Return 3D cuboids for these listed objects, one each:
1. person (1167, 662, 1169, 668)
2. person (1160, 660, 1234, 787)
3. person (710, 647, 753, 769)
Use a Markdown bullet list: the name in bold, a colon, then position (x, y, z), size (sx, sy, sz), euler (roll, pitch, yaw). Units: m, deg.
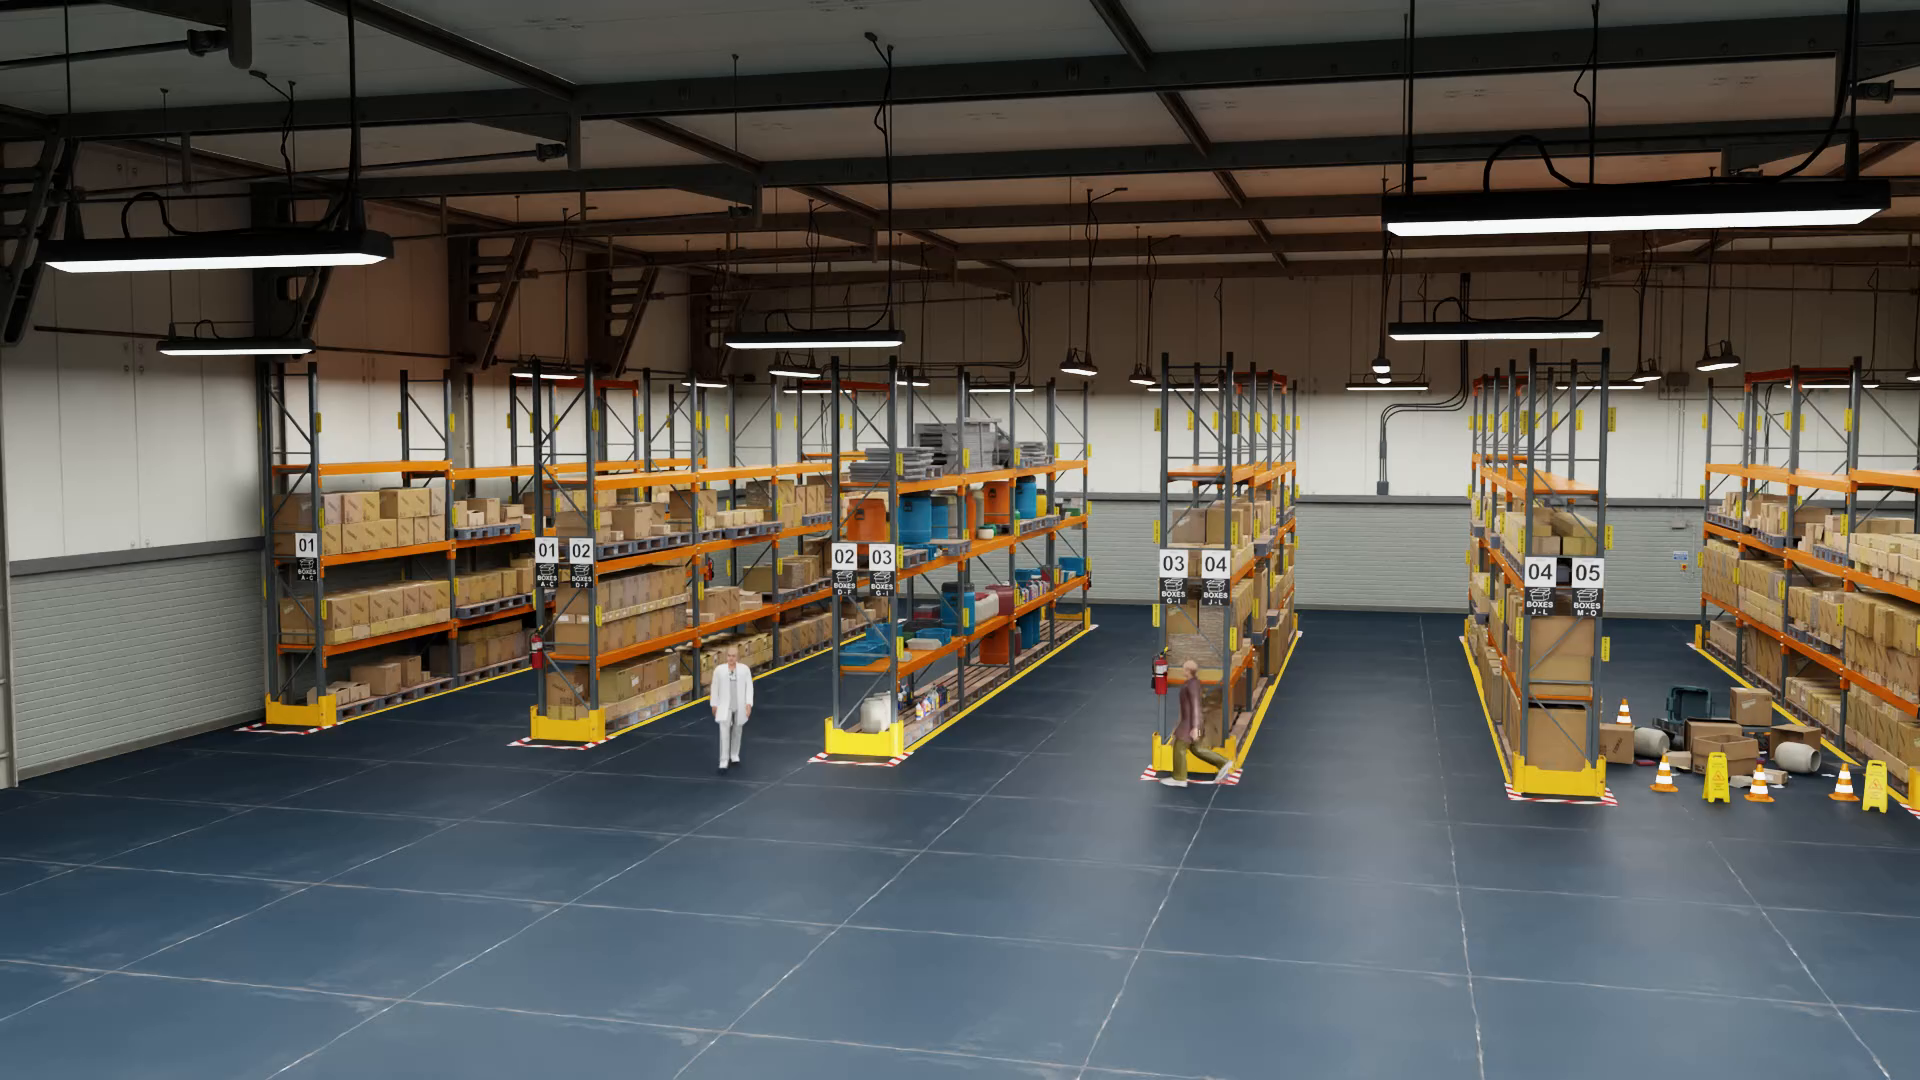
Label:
- **person**: position (4.395, 1.734, 34.105), size (0.576, 1.711, 1.081), euler (1, 4, 12)
- **person**: position (3.264, 2.516, 22.843), size (1.003, 1.739, 0.641), euler (0, 4, 7)
- **person**: position (-3.288, 2.418, 24.083), size (0.600, 1.729, 1.103), euler (-1, 4, -17)
